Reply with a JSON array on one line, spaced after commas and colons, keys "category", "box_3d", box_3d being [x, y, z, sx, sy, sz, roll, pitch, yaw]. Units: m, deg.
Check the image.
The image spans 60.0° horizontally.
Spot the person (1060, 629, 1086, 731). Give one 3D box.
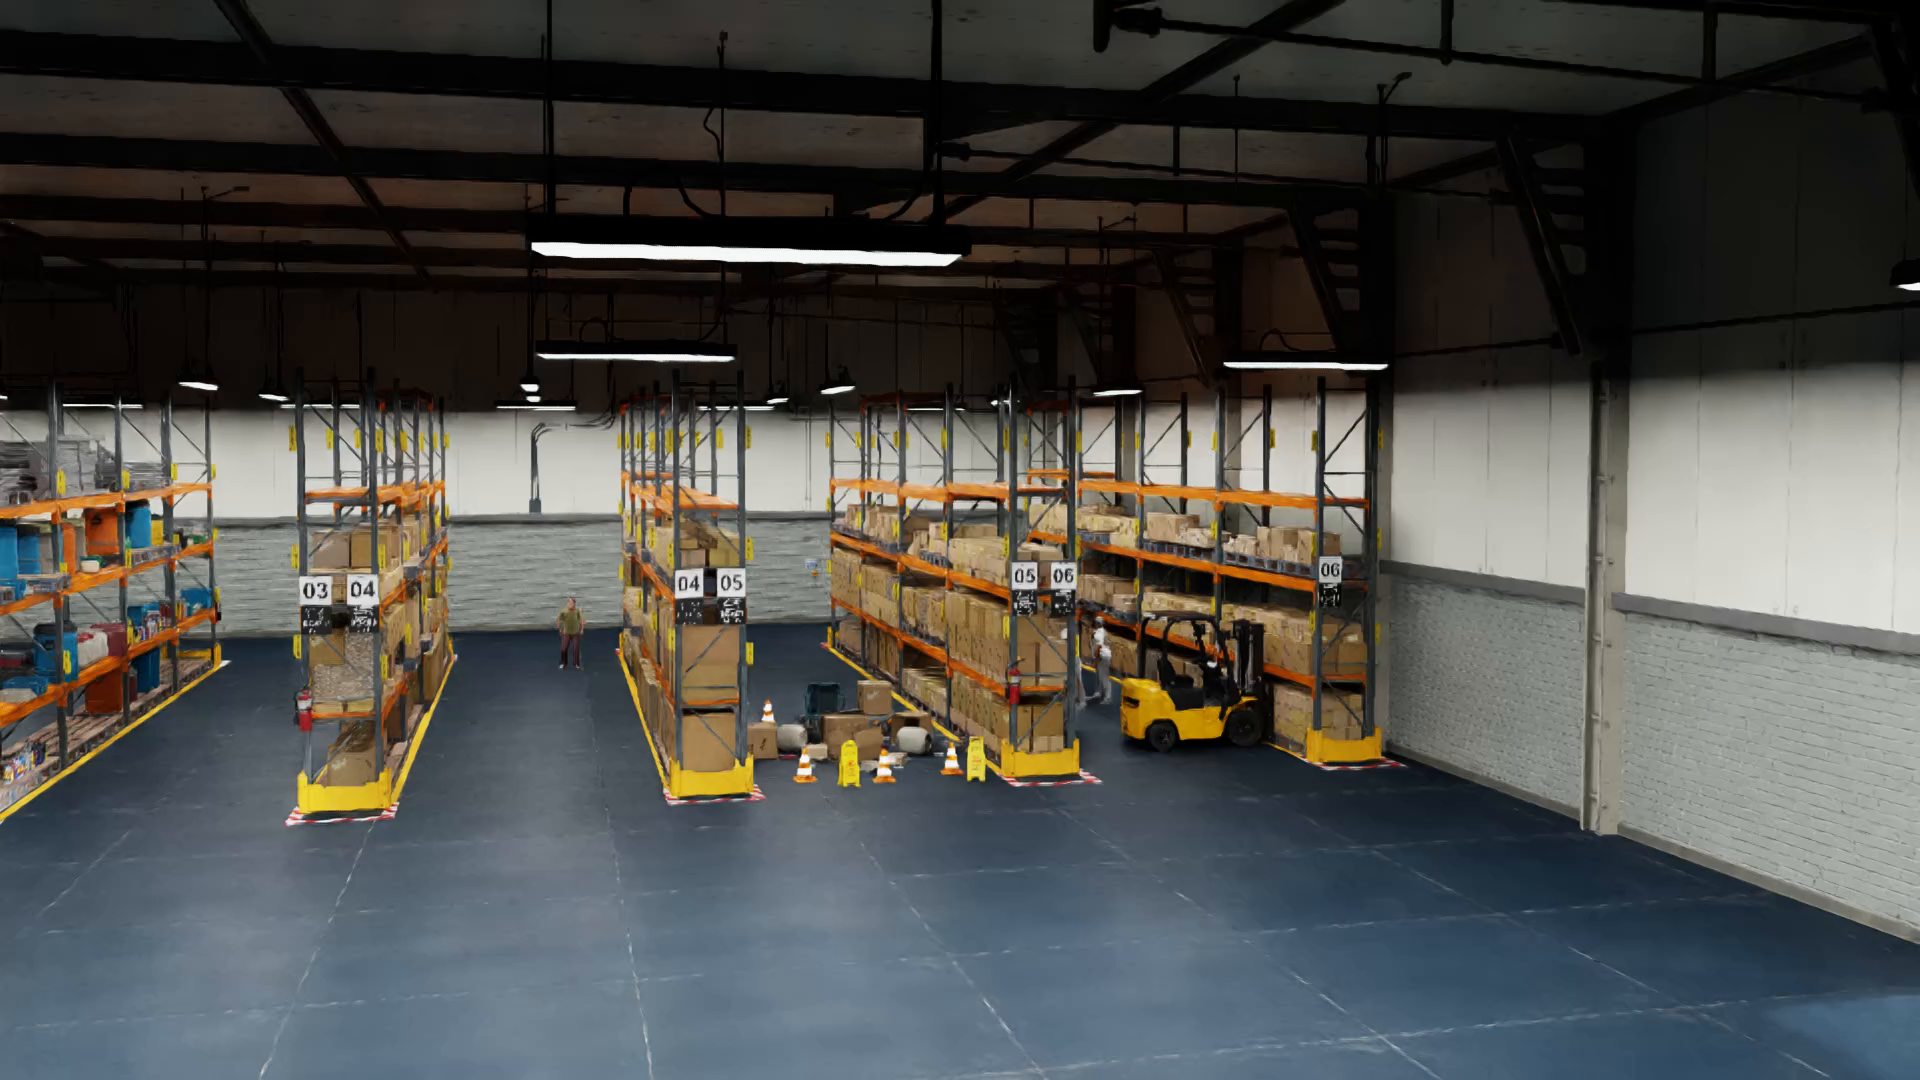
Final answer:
[{"category": "person", "box_3d": [1.872, 2.413, 28.620, 0.436, 1.759, 0.570, -3, 5, -43]}]

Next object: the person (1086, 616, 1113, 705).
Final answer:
[{"category": "person", "box_3d": [2.651, 2.272, 31.663, 0.562, 1.658, 0.598, 1, 3, 13]}]

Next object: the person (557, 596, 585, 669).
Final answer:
[{"category": "person", "box_3d": [-8.508, 2.032, 36.357, 0.598, 1.619, 0.507, -1, 4, -16]}]
